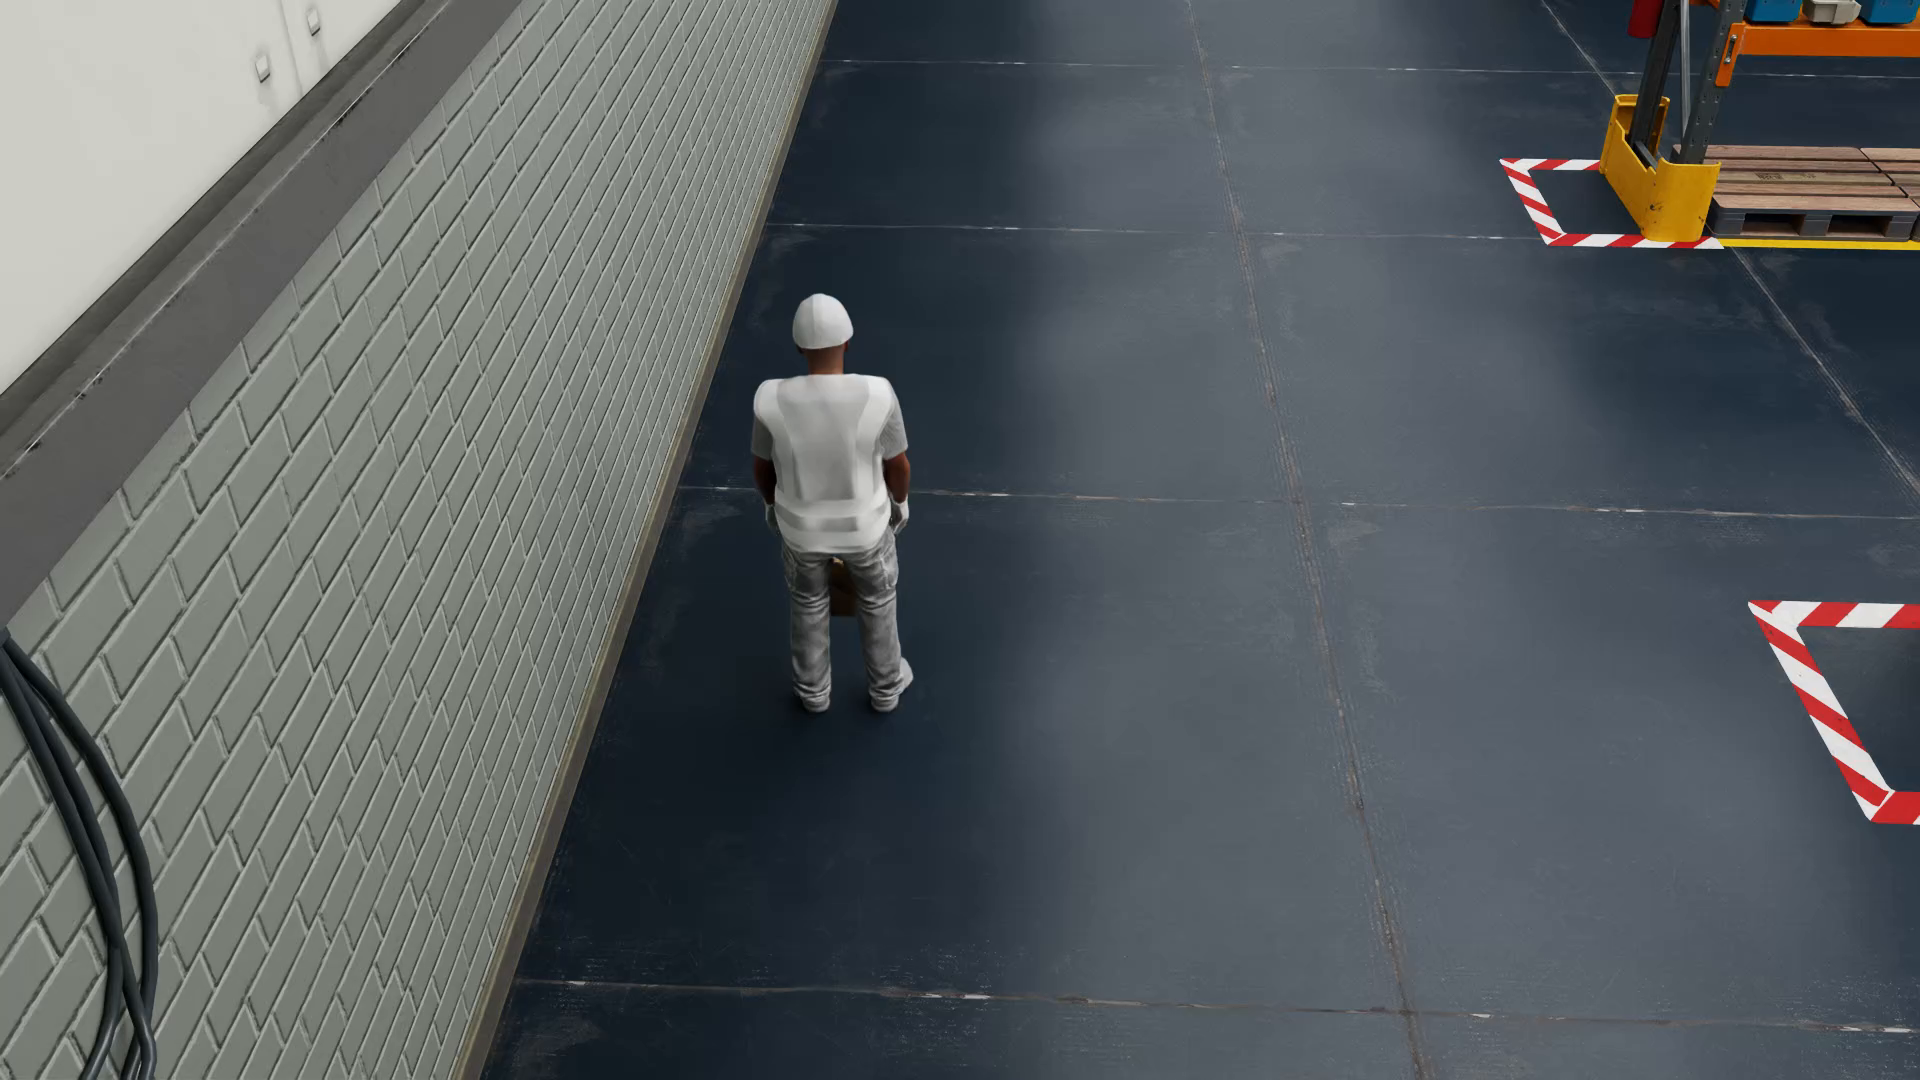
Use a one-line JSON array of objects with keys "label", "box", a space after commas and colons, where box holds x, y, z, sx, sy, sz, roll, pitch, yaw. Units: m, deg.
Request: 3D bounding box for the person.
[{"label": "person", "box": [-0.472, -0.086, 6.254, 0.581, 1.779, 0.422, 0, 35, 1]}]
